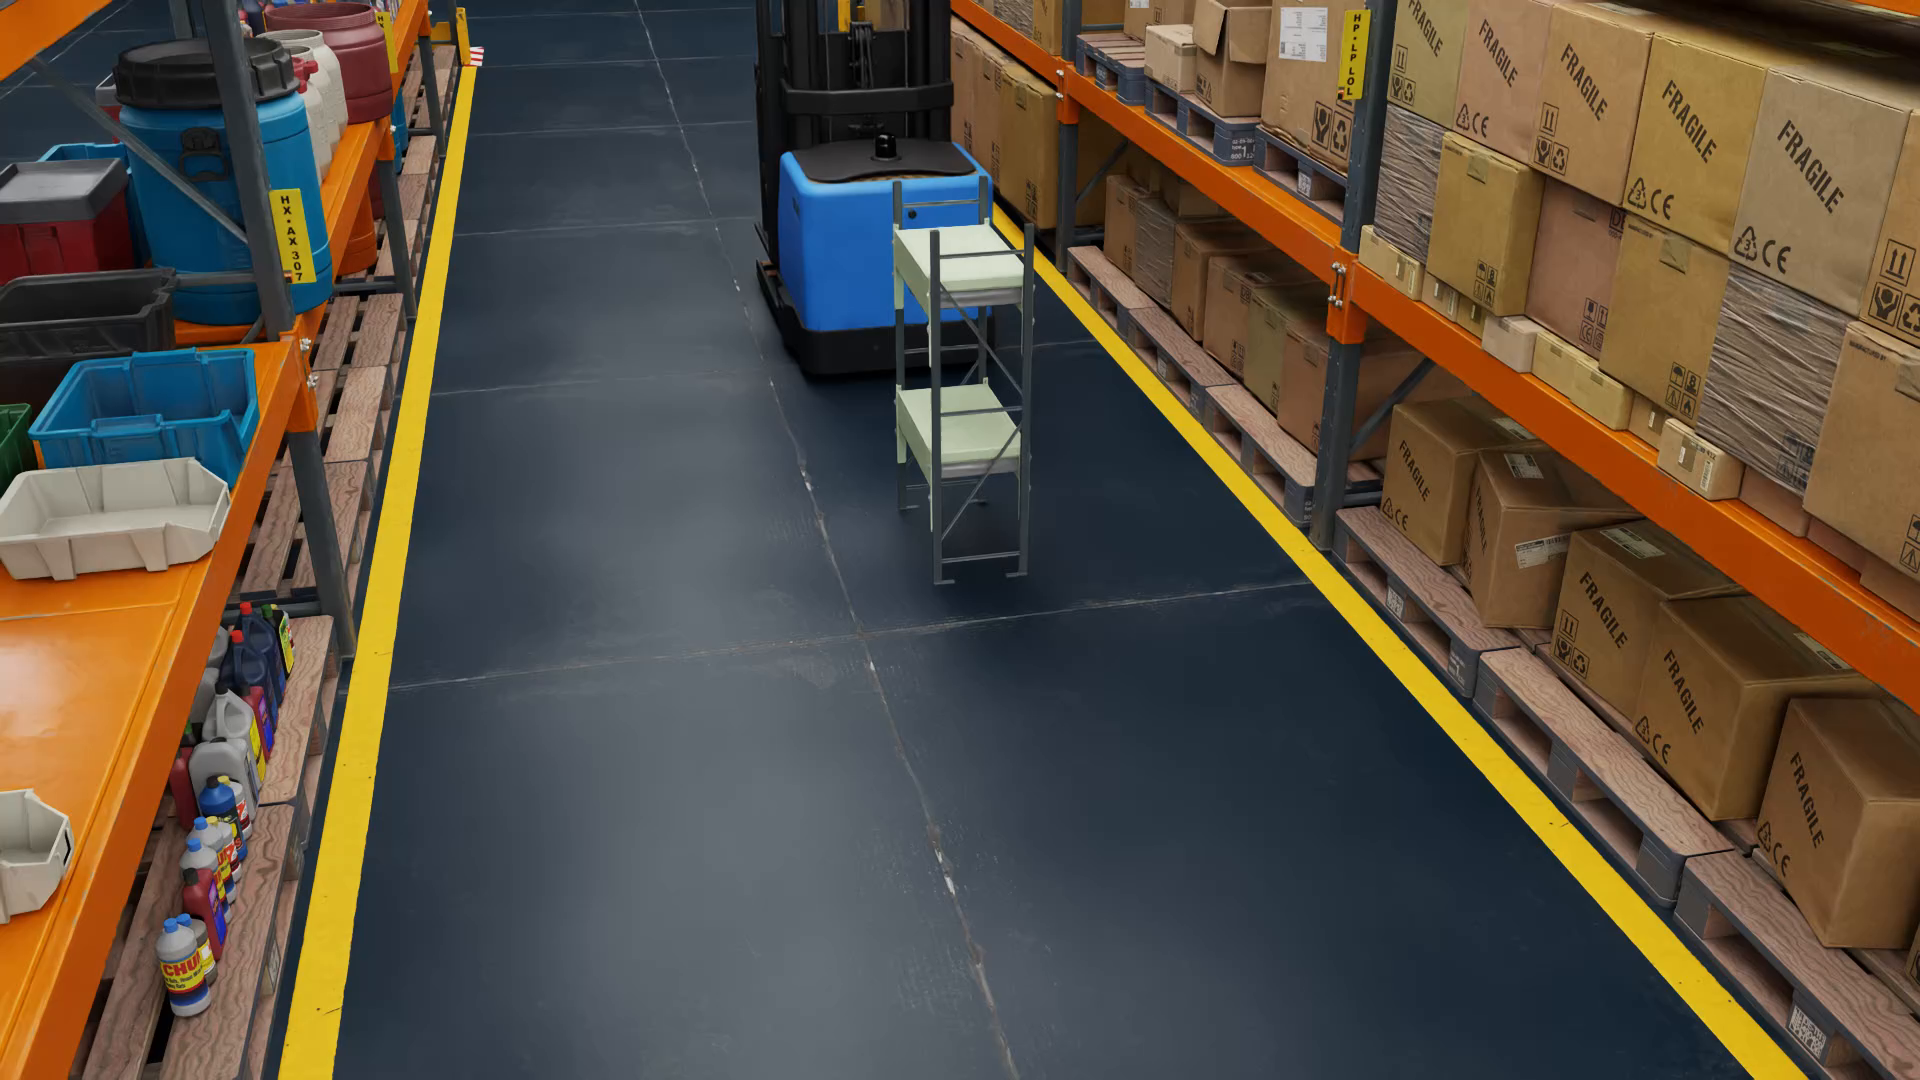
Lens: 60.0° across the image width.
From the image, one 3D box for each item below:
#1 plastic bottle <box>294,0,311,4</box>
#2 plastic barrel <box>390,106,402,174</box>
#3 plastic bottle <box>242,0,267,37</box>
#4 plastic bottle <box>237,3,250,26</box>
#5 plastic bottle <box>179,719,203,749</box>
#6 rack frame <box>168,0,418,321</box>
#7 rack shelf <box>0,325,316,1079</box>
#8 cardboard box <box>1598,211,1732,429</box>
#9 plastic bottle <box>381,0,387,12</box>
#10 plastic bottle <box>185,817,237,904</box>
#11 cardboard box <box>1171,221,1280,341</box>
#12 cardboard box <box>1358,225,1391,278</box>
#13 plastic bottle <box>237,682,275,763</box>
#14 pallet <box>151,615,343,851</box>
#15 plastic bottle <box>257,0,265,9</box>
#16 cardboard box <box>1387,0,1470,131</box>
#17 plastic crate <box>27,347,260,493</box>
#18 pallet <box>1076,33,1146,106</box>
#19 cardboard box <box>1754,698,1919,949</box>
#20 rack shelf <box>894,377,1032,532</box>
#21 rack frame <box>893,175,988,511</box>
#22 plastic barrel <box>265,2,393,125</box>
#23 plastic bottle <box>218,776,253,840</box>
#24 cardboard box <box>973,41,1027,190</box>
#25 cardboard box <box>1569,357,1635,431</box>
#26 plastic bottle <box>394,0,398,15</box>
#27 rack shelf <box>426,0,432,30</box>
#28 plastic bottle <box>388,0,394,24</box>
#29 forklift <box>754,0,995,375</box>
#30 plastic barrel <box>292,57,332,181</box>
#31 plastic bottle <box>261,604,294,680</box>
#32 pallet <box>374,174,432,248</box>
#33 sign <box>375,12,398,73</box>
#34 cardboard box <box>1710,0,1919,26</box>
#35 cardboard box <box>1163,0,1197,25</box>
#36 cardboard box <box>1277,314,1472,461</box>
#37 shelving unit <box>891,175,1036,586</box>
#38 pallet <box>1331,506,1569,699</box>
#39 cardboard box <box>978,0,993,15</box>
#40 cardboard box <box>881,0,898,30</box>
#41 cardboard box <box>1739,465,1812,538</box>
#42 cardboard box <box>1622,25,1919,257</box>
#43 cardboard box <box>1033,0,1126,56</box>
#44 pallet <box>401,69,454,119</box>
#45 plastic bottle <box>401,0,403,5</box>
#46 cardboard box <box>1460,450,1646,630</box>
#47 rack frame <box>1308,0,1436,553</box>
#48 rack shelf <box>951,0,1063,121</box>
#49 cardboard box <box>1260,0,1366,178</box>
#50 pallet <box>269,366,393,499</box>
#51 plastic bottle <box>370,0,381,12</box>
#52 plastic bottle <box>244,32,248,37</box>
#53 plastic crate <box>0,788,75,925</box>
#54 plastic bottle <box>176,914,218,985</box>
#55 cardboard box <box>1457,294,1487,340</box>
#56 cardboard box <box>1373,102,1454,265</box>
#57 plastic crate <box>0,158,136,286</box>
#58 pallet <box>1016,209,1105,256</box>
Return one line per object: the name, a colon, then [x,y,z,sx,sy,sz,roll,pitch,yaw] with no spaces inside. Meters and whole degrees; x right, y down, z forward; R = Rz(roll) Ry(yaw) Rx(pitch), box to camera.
plastic bottle: [-4.521,-3.680,11.351,0.152,0.276,0.135,-6,27,-12]
plastic barrel: [-4.346,-3.068,11.862,0.600,0.901,0.708,-6,27,-12]
plastic bottle: [-4.470,-3.301,10.516,0.144,0.351,0.185,-6,27,-12]
plastic bottle: [-4.474,-3.197,10.384,0.061,0.283,0.133,-6,27,-12]
plastic bottle: [-2.361,0.661,5.138,0.061,0.283,0.133,-6,27,-12]
rack frame: [-3.710,-2.613,9.098,1.000,3.000,0.127,-6,27,-12]
rack shelf: [-2.358,0.342,4.041,1.077,0.370,4.000,-6,27,-12]
cardboard box: [2.420,-0.677,4.822,0.875,0.500,0.500,-6,27,-12]
plastic bottle: [-3.837,-3.493,10.896,0.144,0.351,0.185,-6,27,-12]
plastic bottle: [-2.112,0.899,4.680,0.097,0.271,0.097,0,27,0]
cardboard box: [1.558,-1.414,9.008,0.700,0.500,0.500,-4,27,-7]
cardboard box: [1.772,-1.123,6.424,0.380,0.149,0.250,-6,27,-12]
plastic bottle: [-2.262,0.564,5.329,0.061,0.283,0.133,-4,27,-8]
pallet: [-2.698,0.687,5.654,1.003,0.211,1.213,-6,27,-12]
plastic bottle: [-4.487,-3.343,10.673,0.061,0.283,0.133,-6,27,-12]
cardboard box: [1.871,-1.760,5.858,0.500,0.500,0.500,-6,27,-12]
plastic crate: [-2.295,-0.332,4.744,0.499,0.251,0.616,-6,27,-12]
pallet: [1.380,-2.728,9.539,1.213,0.211,1.003,-6,27,-12]
cardboard box: [2.626,0.790,4.664,0.500,0.500,0.500,1,27,2]
rack shelf: [0.002,-0.376,7.053,0.431,0.370,0.720,-6,27,-12]
rack frame: [-0.081,-0.827,7.225,0.400,1.500,0.023,-6,27,-12]
plastic barrel: [-3.310,-2.501,8.724,0.600,0.536,0.708,-6,27,-12]
plastic bottle: [-2.180,0.796,4.961,0.097,0.201,0.097,0,27,0]
cardboard box: [0.787,-3.052,11.859,1.225,0.875,0.875,-6,27,-11]
cardboard box: [2.123,-0.465,5.122,0.380,0.149,0.250,-6,27,-12]
plastic bottle: [-4.012,-3.791,11.570,0.152,0.276,0.135,-6,27,-12]
rack shelf: [-5.062,-4.926,14.478,1.077,0.370,4.000,-6,27,-12]
plastic bottle: [-3.929,-3.631,11.252,0.152,0.276,0.135,-6,27,-12]
forklift: [-0.648,-2.830,9.604,1.130,2.935,3.031,-6,27,-12]
plastic barrel: [-3.073,-1.872,7.479,0.433,0.535,0.433,0,27,0]
plastic bottle: [-2.379,0.337,5.779,0.061,0.283,0.133,-5,27,-9]
pallet: [-4.200,-2.244,11.462,1.003,0.211,1.213,-6,27,-12]
sign: [-3.176,-2.745,9.178,0.100,0.325,0.005,-6,27,-12]
cardboard box: [2.612,-1.375,5.094,0.500,0.500,0.500,-6,27,-12]
cardboard box: [1.499,-2.880,9.050,0.700,0.500,0.500,-2,27,-4]
cardboard box: [1.900,-0.712,7.617,0.700,0.500,0.500,-8,28,-16]
shelving unit: [0.002,-0.667,6.906,0.431,1.500,0.755,-6,27,-12]
pallet: [2.203,0.176,6.666,1.003,0.211,1.213,-6,27,-12]
cardboard box: [0.422,-4.022,11.779,0.500,0.500,0.500,-5,27,-11]
cardboard box: [-0.260,-5.194,16.104,0.875,0.875,0.875,-6,27,-12]
cardboard box: [2.355,-0.143,4.483,0.380,0.149,0.250,-6,27,-12]
cardboard box: [2.221,-1.103,4.555,0.500,0.500,0.500,-6,27,-12]
cardboard box: [0.763,-3.352,10.451,0.500,0.500,0.500,-5,27,-10]
pallet: [-5.093,-3.979,14.900,1.003,0.211,1.213,-6,27,-12]
plastic bottle: [-4.125,-4.013,12.009,0.152,0.276,0.135,-6,27,-12]
cardboard box: [2.205,-0.001,6.231,0.500,0.500,0.500,2,27,5]
rack frame: [2.017,-1.360,6.615,1.000,3.000,0.127,-6,27,-12]
rack shelf: [0.665,-3.673,11.996,1.077,0.370,4.000,-6,27,-12]
cardboard box: [1.974,-2.178,7.104,1.000,1.000,1.000,-6,27,-11]
pallet: [-3.302,-0.489,7.985,1.003,0.211,1.213,-6,27,-12]
plastic bottle: [-3.708,-3.295,10.579,0.061,0.283,0.133,-6,27,-12]
plastic bottle: [-4.387,-3.026,10.136,0.097,0.201,0.097,0,27,0]
plastic crate: [-1.795,0.591,3.042,0.298,0.136,0.250,-6,27,-12]
plastic bottle: [-2.035,1.079,4.401,0.097,0.201,0.097,0,27,0]
cardboard box: [1.965,-0.796,5.777,0.380,0.149,0.250,-6,27,-12]
cardboard box: [2.058,-1.333,6.122,0.875,0.500,0.500,-6,27,-12]
plastic crate: [-3.216,-1.067,5.964,0.402,0.464,0.583,-6,27,-12]
pallet: [1.011,-2.225,11.423,1.003,0.211,1.213,-6,27,-12]
